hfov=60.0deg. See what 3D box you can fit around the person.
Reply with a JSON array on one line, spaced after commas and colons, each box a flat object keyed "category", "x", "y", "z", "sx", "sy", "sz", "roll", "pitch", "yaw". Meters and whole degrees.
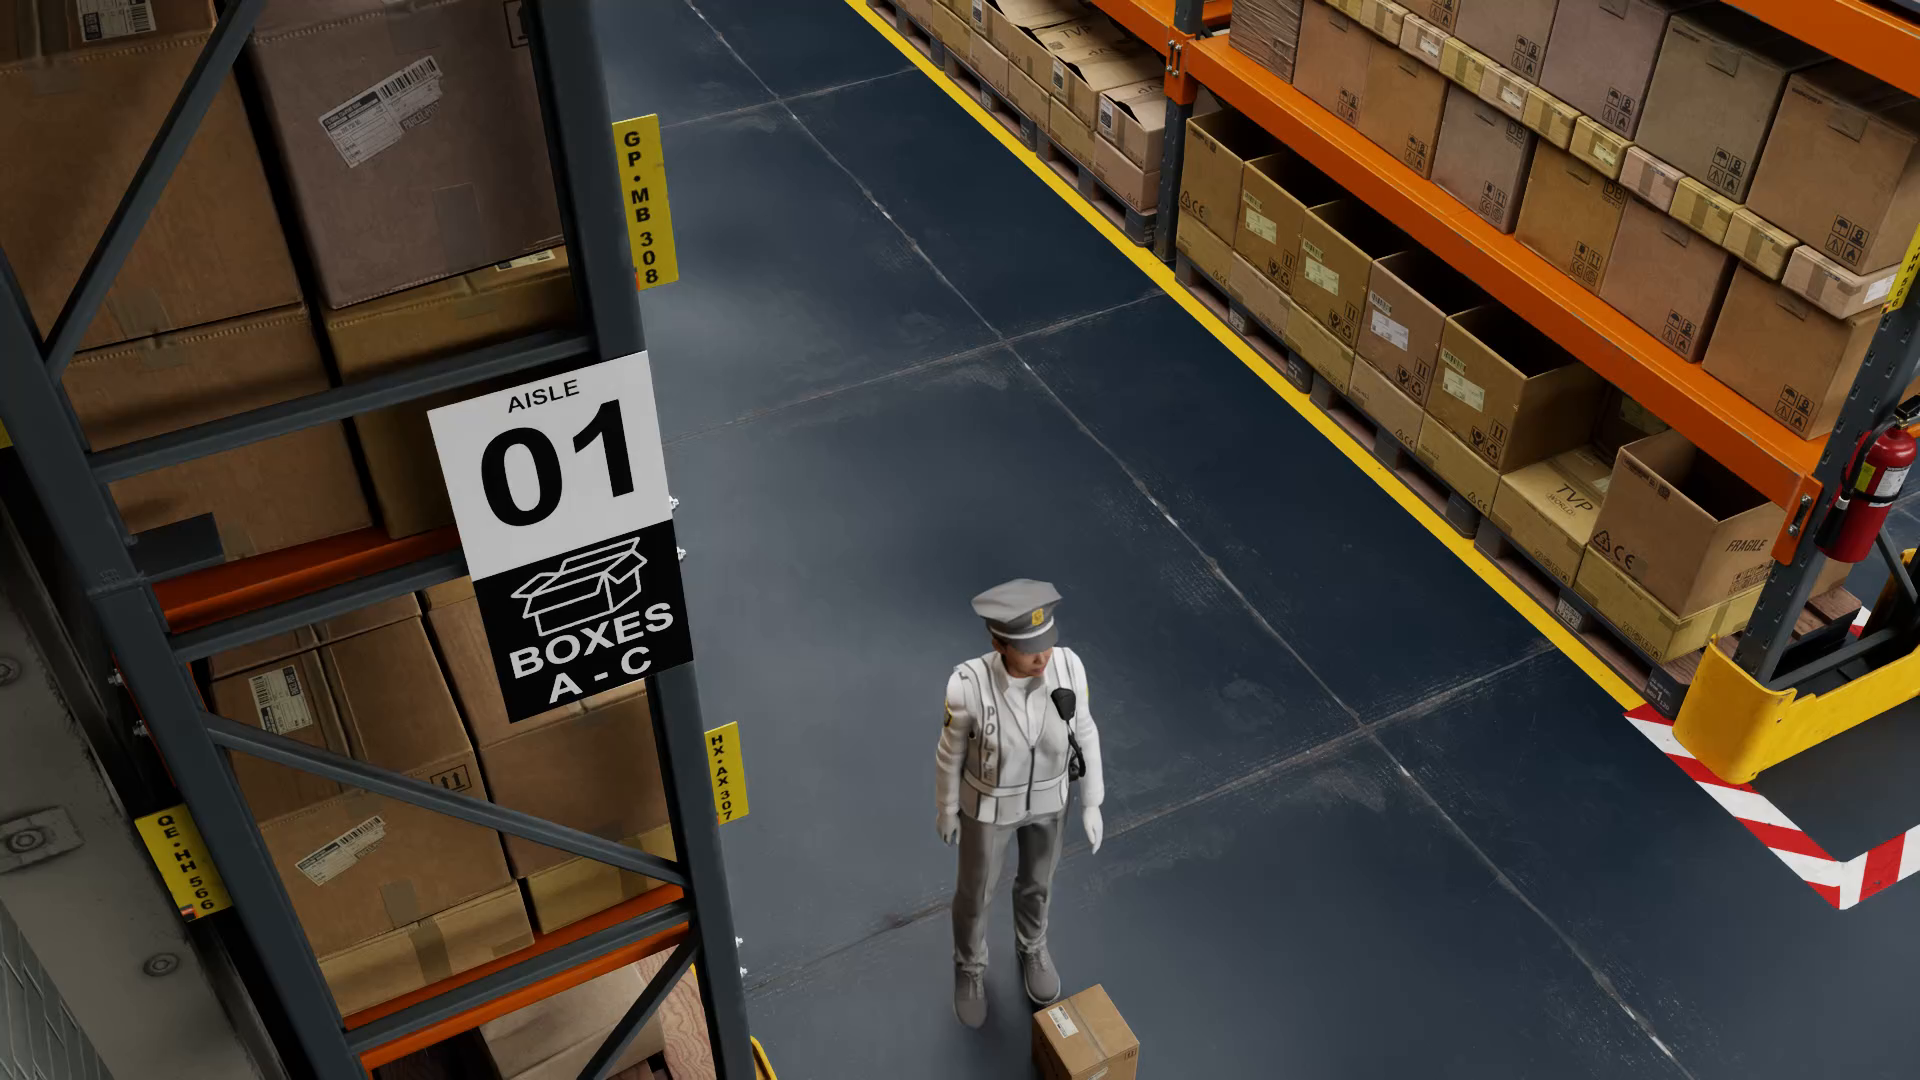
[{"category": "person", "x": 0.179, "y": 0.465, "z": 4.909, "sx": 0.374, "sy": 0.816, "sz": 0.348, "roll": -12, "pitch": 43, "yaw": -14}]
